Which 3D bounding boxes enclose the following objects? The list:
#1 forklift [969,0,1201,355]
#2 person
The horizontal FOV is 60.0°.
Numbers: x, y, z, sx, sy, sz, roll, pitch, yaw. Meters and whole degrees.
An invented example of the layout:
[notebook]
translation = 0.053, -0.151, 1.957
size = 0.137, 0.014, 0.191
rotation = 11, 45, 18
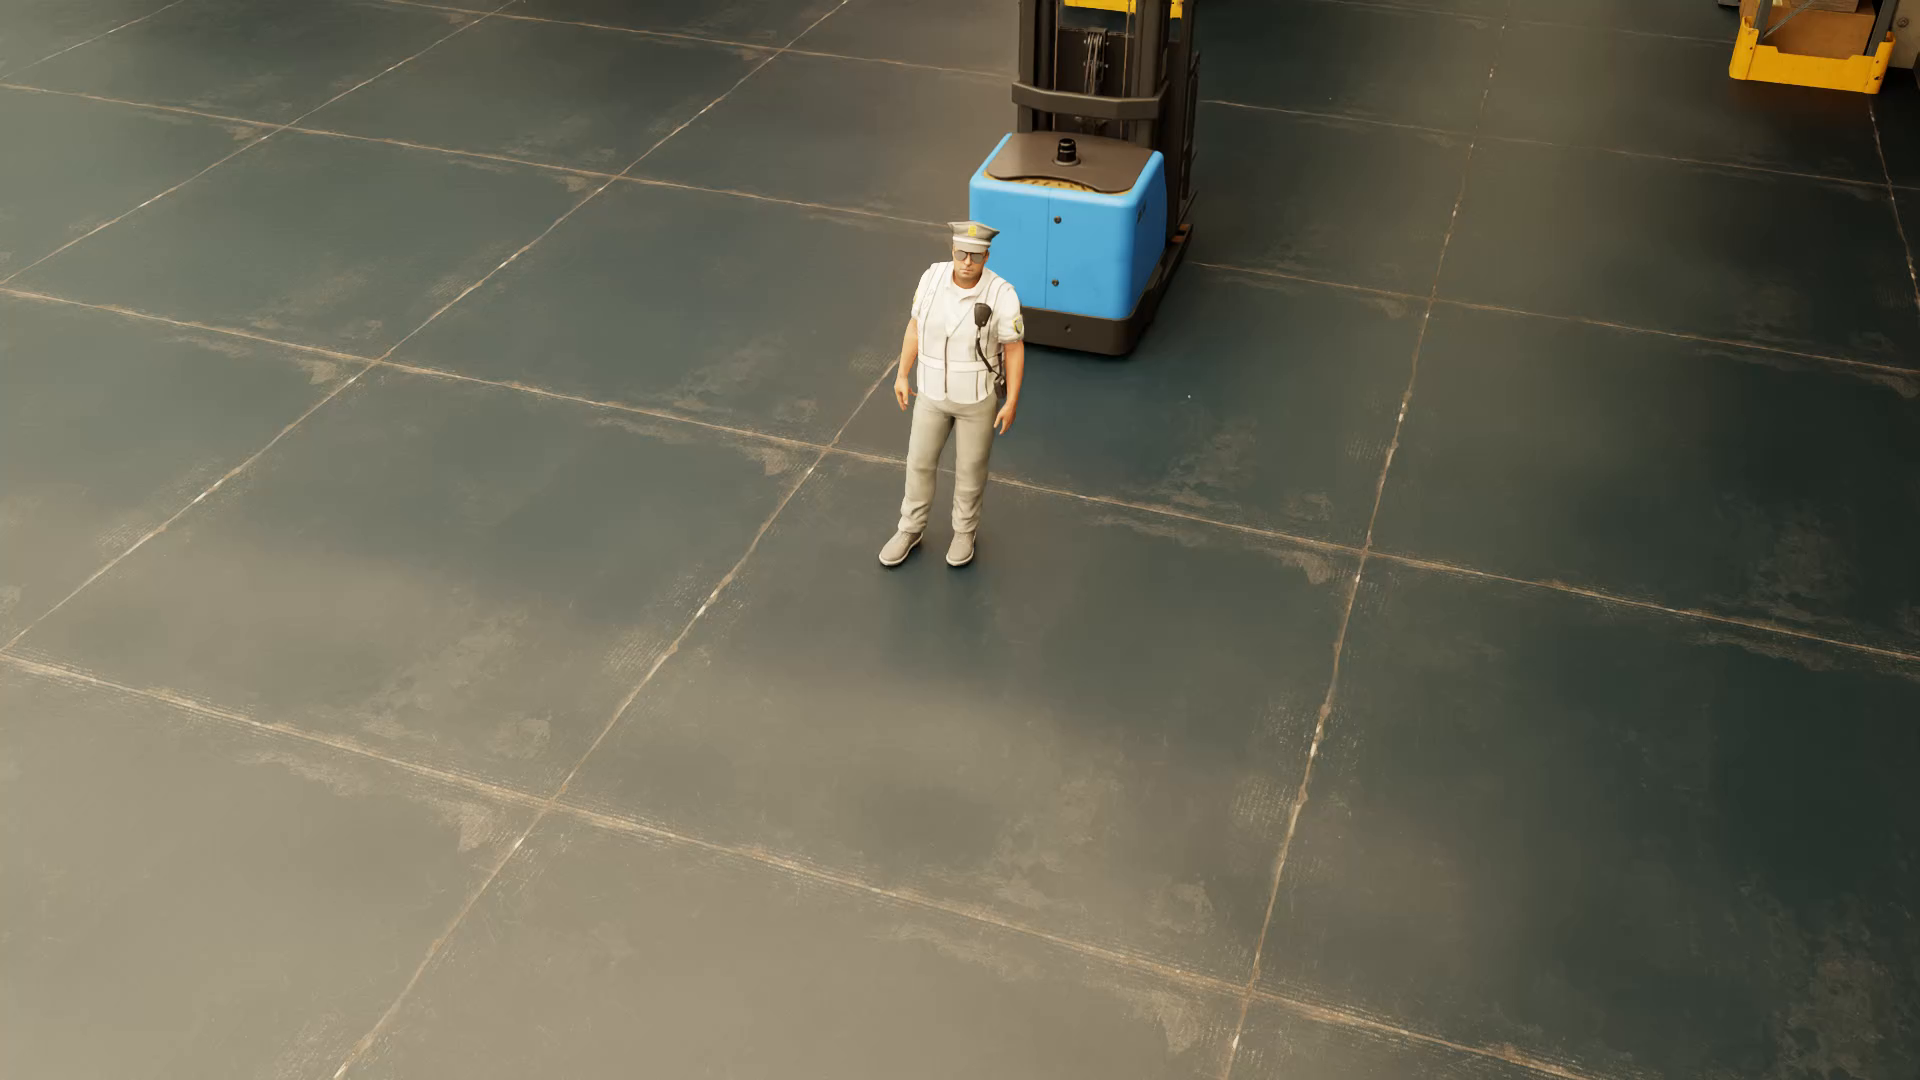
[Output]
[forklift]
translation = 0.978, -3.170, 10.581
size = 1.130, 2.935, 3.031
rotation = 11, 37, 15
[person]
translation = -0.037, -0.693, 8.068
size = 0.641, 1.781, 0.574
rotation = 12, 37, 16
